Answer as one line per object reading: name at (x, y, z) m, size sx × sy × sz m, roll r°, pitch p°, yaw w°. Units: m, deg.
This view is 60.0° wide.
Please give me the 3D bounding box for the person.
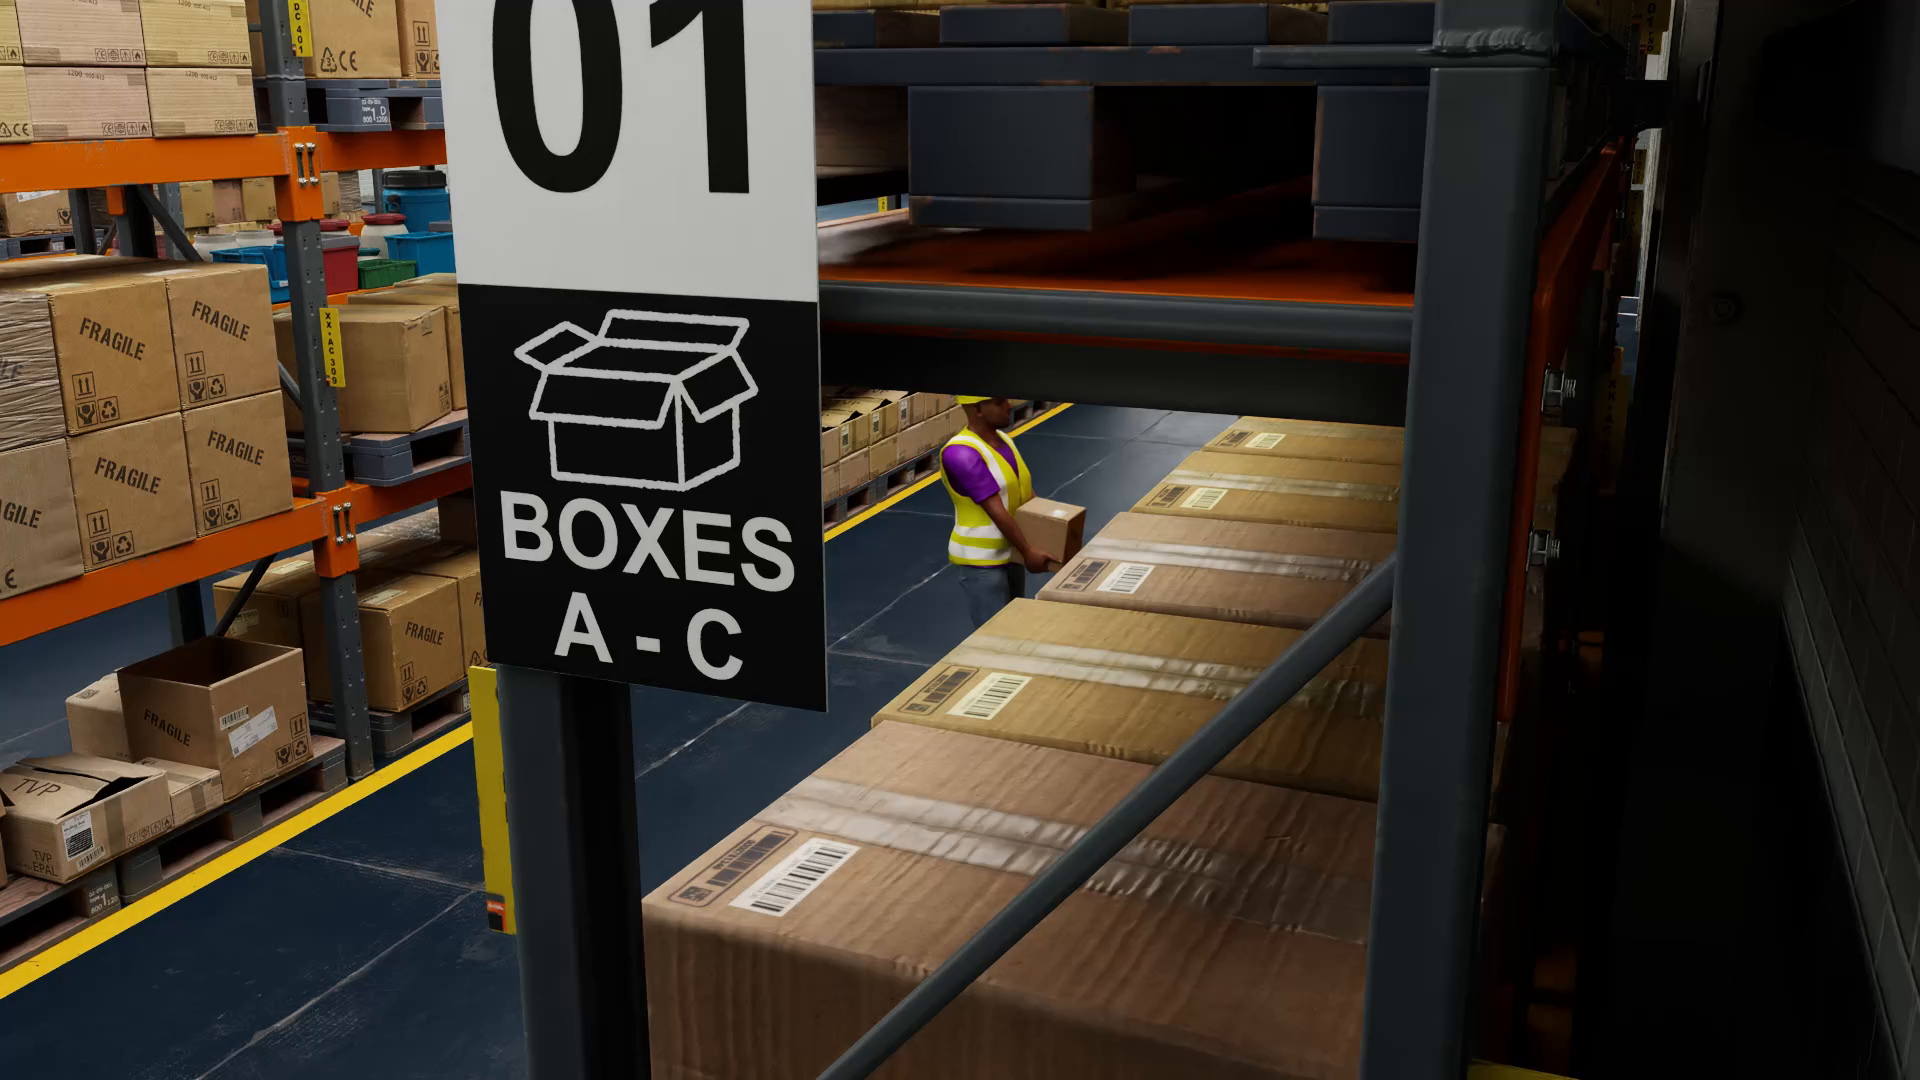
person at (0.238, 0.100, 7.624) m, size 0.584 × 1.760 × 0.503 m, roll 6°, pitch 17°, yaw 22°
